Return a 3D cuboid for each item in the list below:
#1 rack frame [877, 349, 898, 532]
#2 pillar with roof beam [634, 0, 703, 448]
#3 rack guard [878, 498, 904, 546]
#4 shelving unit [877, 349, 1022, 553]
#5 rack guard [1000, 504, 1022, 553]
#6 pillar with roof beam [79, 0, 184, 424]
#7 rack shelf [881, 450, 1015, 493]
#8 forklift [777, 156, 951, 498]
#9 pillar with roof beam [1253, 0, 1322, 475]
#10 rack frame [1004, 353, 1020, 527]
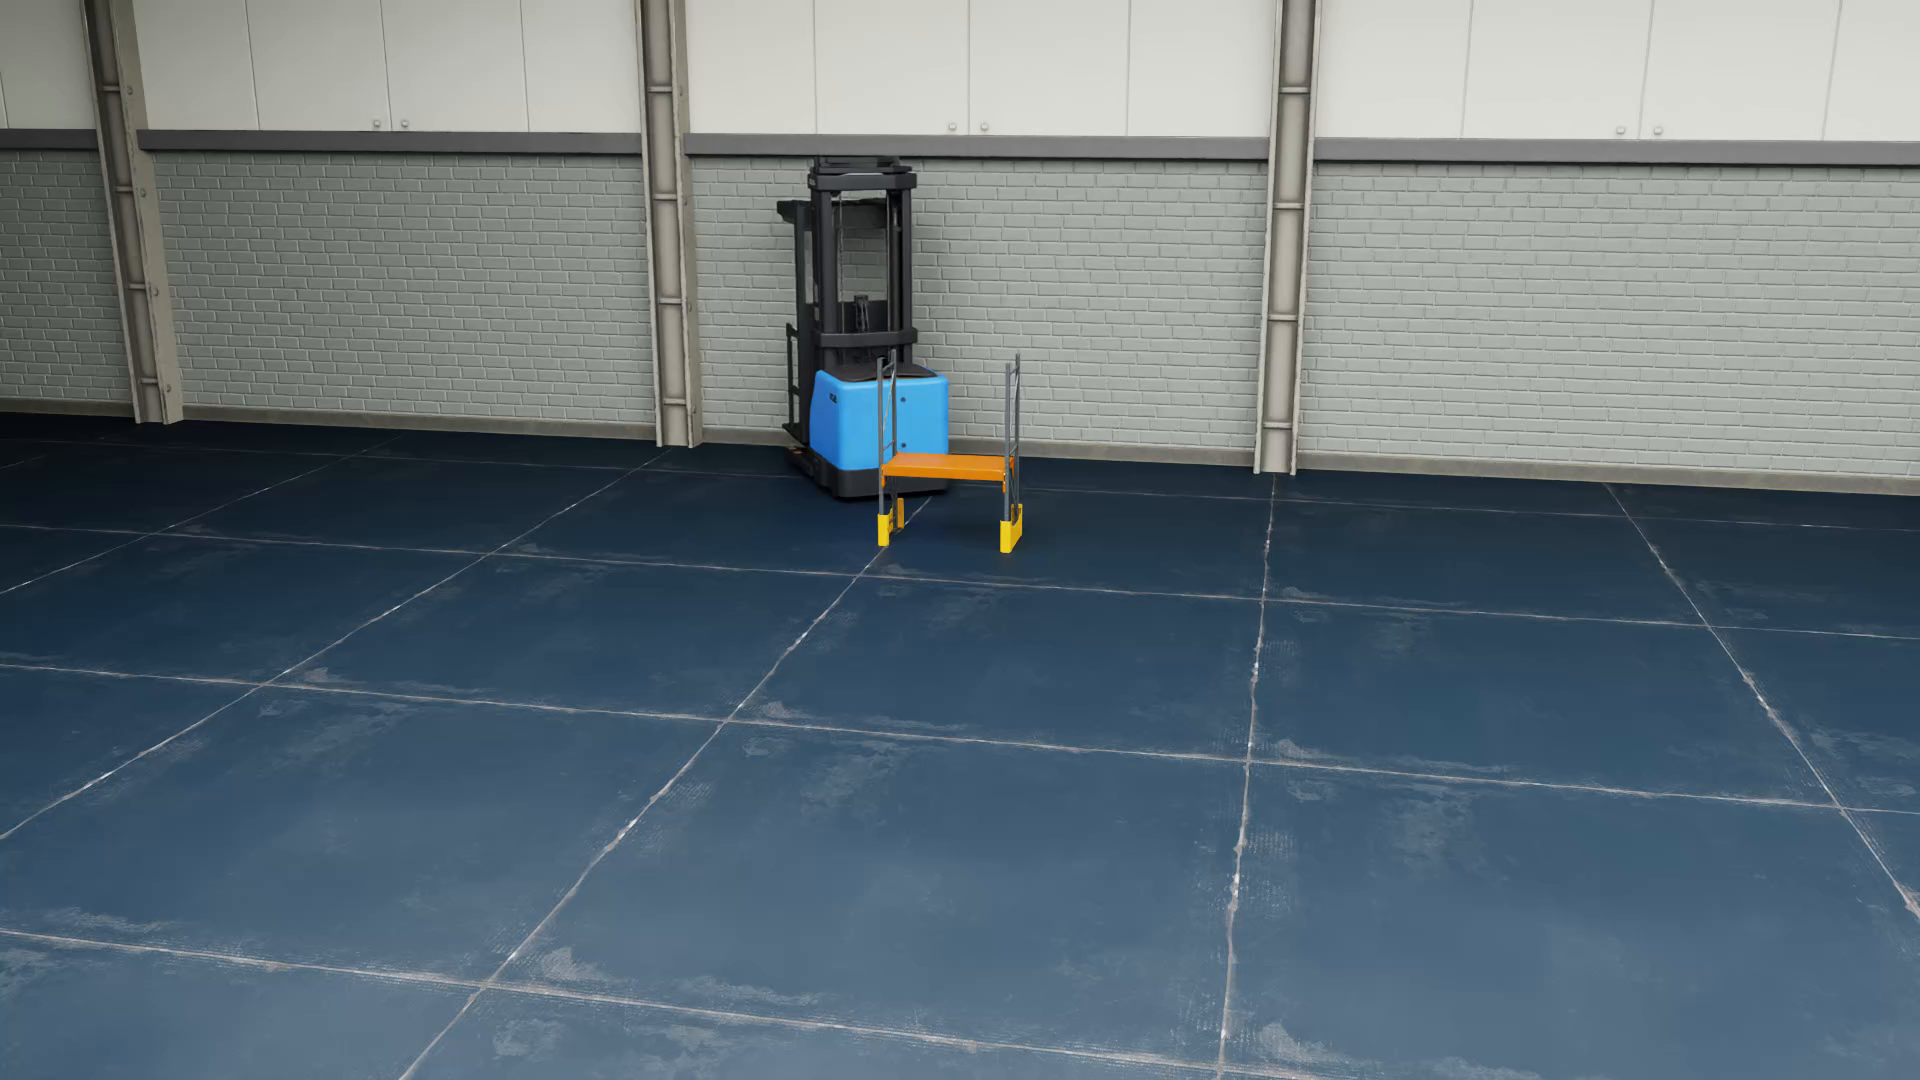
[{"bbox_3d":[-0.582,-0.754,13.406,0.032,1.500,0.500,3,16,11],"label":"rack frame"},{"bbox_3d":[-3.727,-4.195,11.779,0.400,9.000,9.100,3,16,11],"label":"pillar with roof beam"},{"bbox_3d":[-0.563,-0.151,13.569,0.087,0.250,0.587,3,16,11],"label":"rack guard"},{"bbox_3d":[-0.075,-0.727,13.306,1.083,1.500,0.587,3,16,11],"label":"shelving unit"},{"bbox_3d":[0.413,-0.098,13.378,0.087,0.250,0.587,3,16,11],"label":"rack guard"},{"bbox_3d":[-9.607,-4.514,12.931,0.400,9.000,9.100,3,16,11],"label":"pillar with roof beam"},{"bbox_3d":[-0.084,-0.554,13.356,1.000,0.185,0.538,3,16,11],"label":"rack shelf"},{"bbox_3d":[-1.070,-2.136,15.713,1.130,2.935,3.031,-6,16,-19],"label":"forklift"},{"bbox_3d":[2.153,-3.876,10.627,0.400,9.000,9.100,3,16,11],"label":"pillar with roof beam"},{"bbox_3d":[0.415,-0.700,13.211,0.032,1.500,0.500,3,16,11],"label":"rack frame"}]
